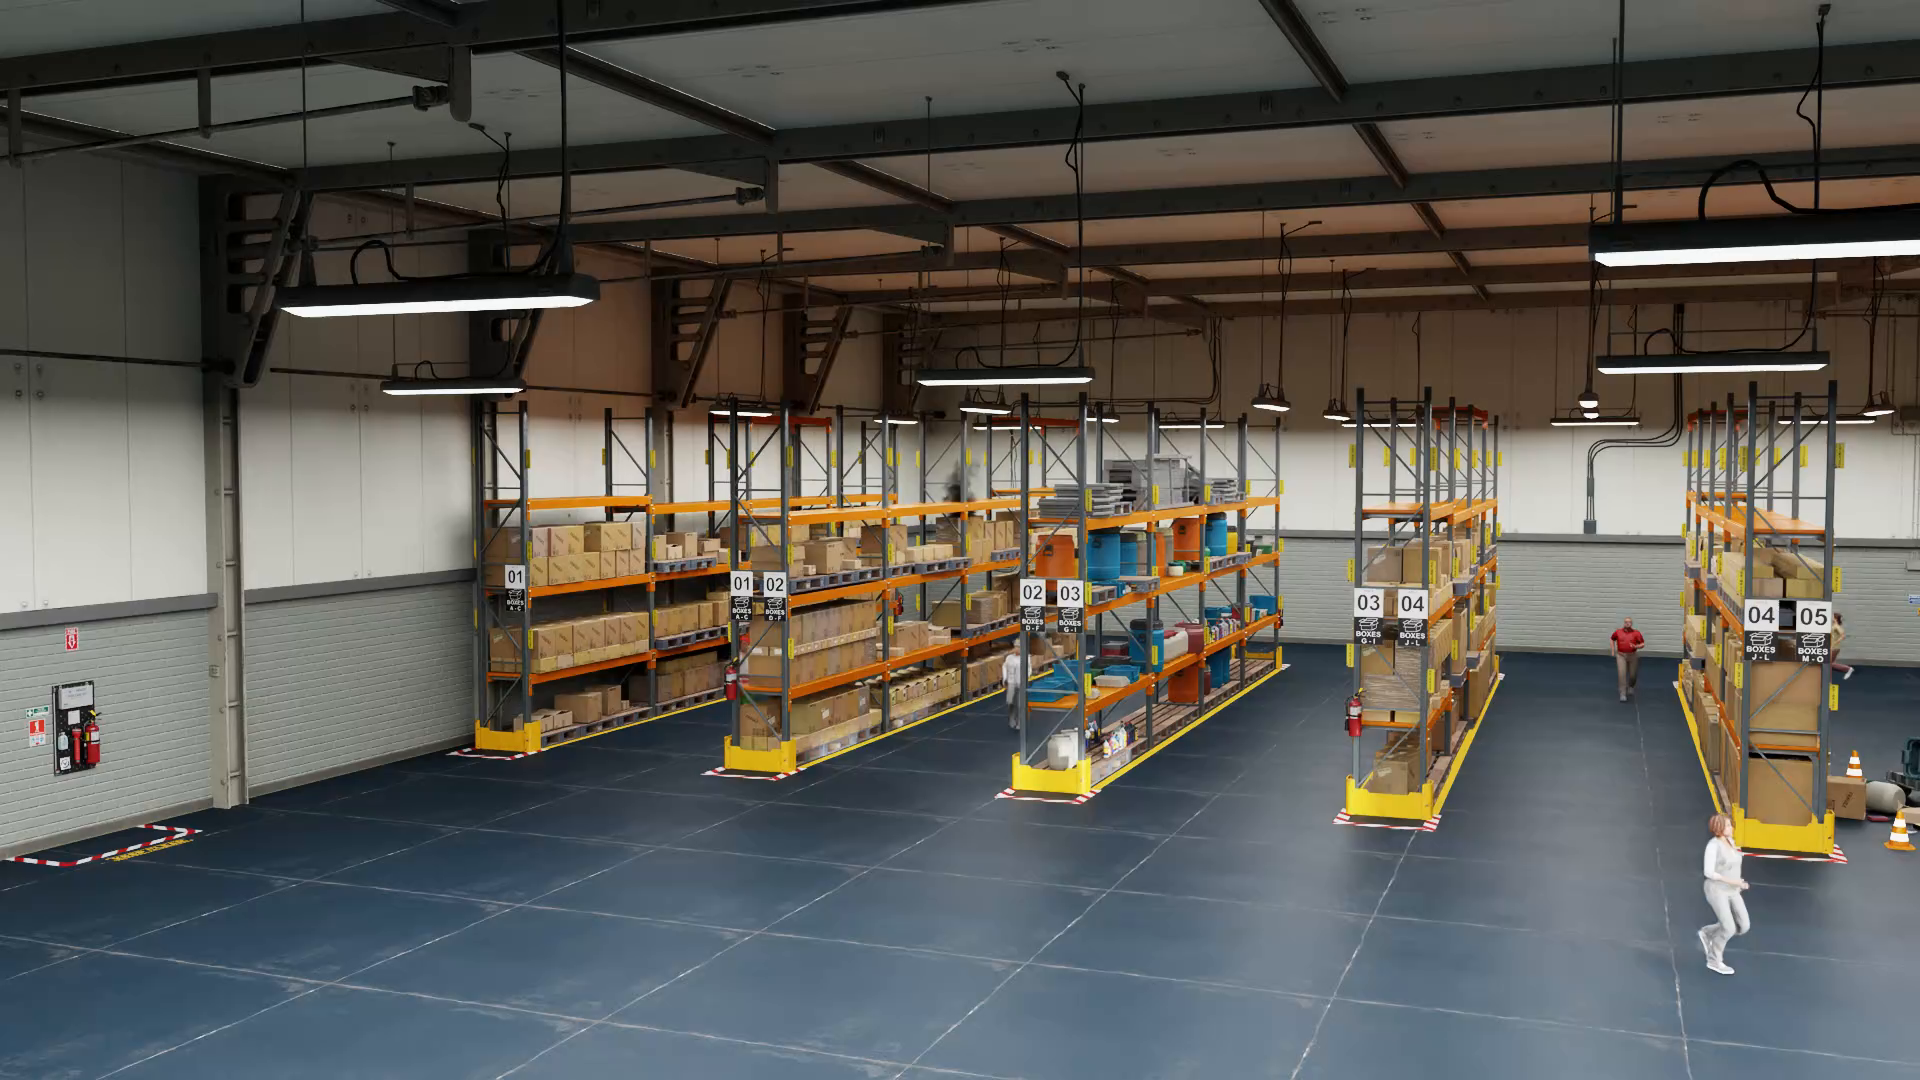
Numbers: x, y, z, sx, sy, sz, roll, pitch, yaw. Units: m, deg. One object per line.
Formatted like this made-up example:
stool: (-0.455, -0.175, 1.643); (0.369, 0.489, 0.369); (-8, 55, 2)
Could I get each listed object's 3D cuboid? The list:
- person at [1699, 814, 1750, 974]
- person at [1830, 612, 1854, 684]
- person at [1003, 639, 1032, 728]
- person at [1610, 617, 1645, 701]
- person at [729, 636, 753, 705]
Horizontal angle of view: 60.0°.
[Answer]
person: (7.418, 3.437, 16.162); (0.555, 1.554, 0.563); (-2, 3, -35)
person: (19.297, 2.407, 36.630); (0.749, 1.638, 0.591); (1, 3, 17)
person: (1.038, 2.661, 30.697); (0.593, 1.660, 0.624); (1, 3, 11)
person: (13.831, 2.455, 34.486); (0.671, 1.700, 0.963); (1, 3, 21)
person: (-3.917, 2.649, 30.120); (0.634, 1.795, 0.655); (1, 3, 15)
